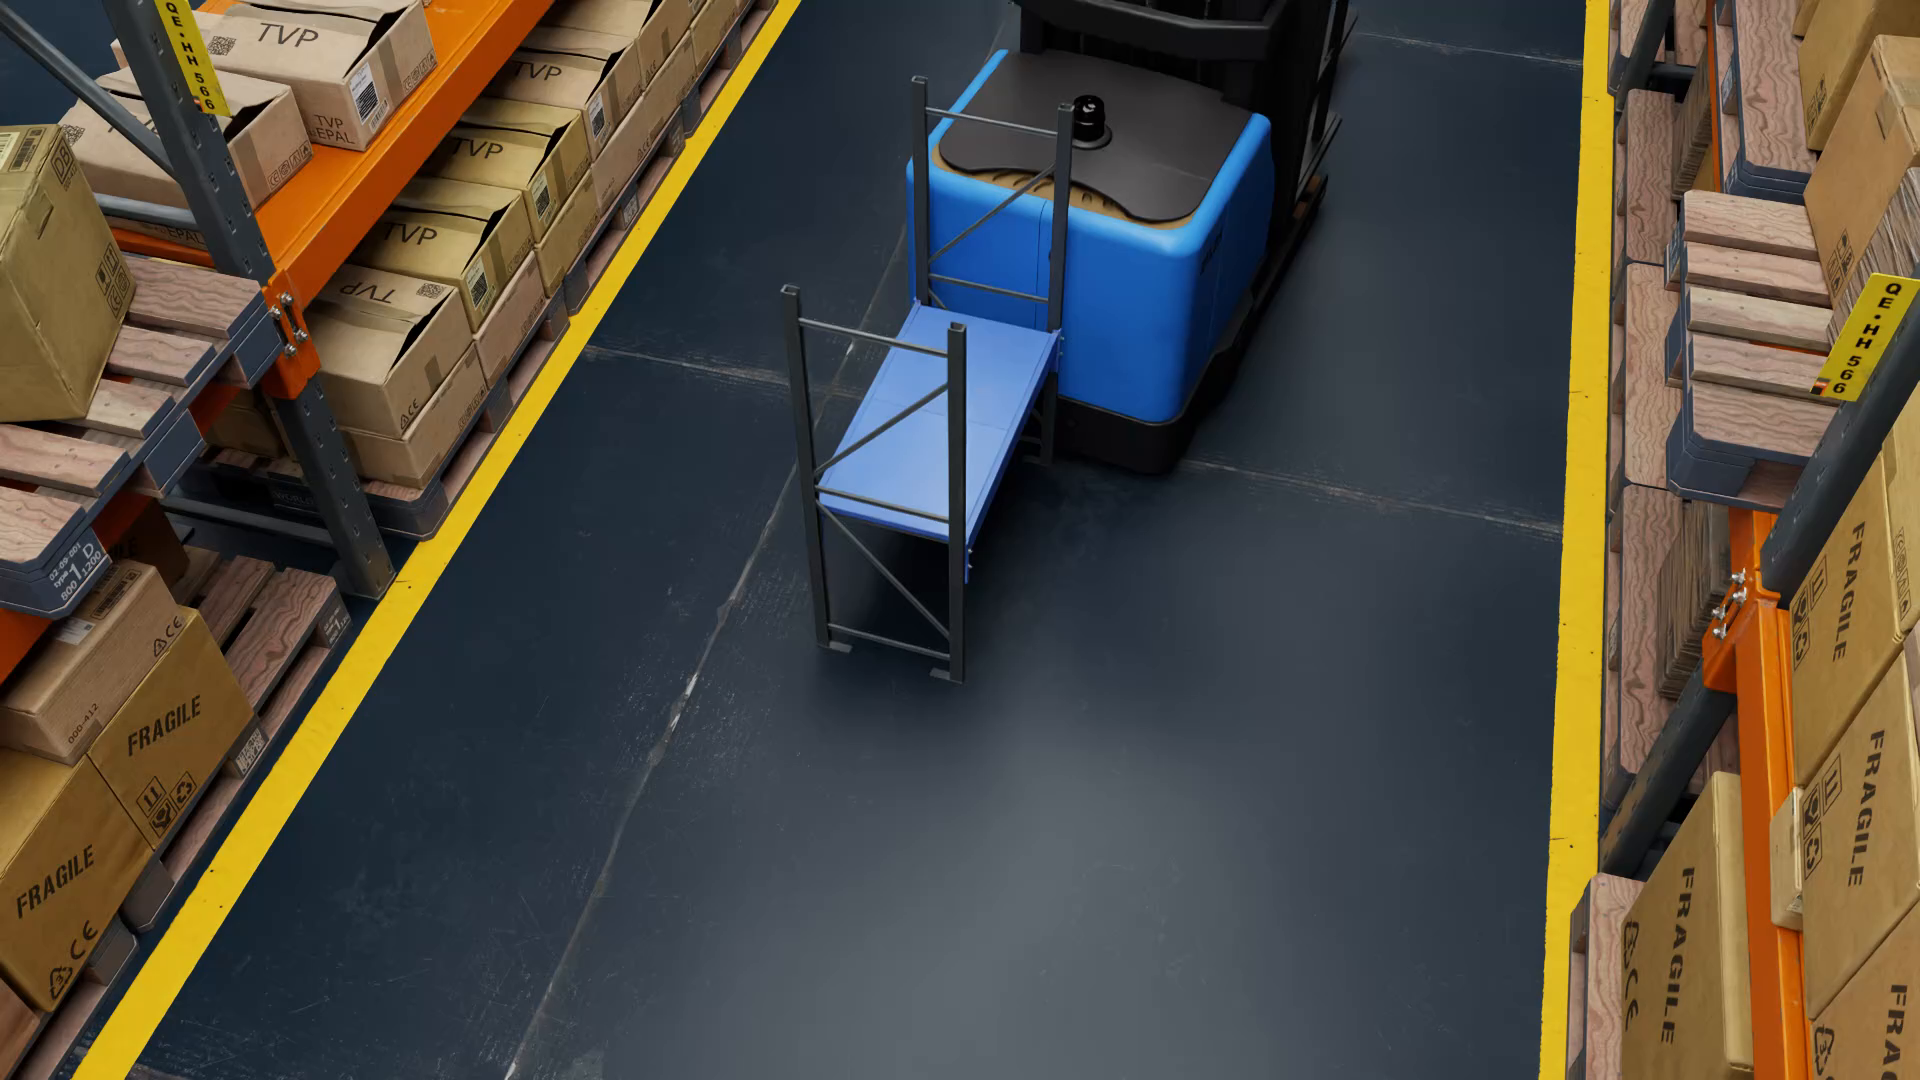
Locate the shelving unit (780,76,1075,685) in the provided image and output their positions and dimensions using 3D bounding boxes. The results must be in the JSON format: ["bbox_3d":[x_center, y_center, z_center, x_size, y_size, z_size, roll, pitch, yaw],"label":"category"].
[{"bbox_3d":[-0.065,-0.463,5.158,0.538,1.500,1.048,14,50,12],"label":"shelving unit"}]

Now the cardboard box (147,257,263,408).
[{"bbox_3d":[-2.507,-0.768,5.607,0.500,0.311,0.500,13,50,11],"label":"cardboard box"}]

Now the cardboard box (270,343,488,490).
[{"bbox_3d":[-1.986,-0.476,5.723,0.500,0.250,0.500,11,50,10],"label":"cardboard box"}]

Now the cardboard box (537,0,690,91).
[{"bbox_3d":[-1.449,-2.146,6.824,0.500,0.311,0.500,11,50,10],"label":"cardboard box"}]

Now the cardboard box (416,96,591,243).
[{"bbox_3d":[-1.720,-1.412,6.175,0.500,0.311,0.500,10,49,9],"label":"cardboard box"}]

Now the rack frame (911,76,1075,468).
[{"bbox_3d":[0.095,-0.824,5.477,0.500,1.500,0.032,14,50,12],"label":"rack frame"}]

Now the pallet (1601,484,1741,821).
[{"bbox_3d":[2.580,0.407,5.250,1.003,0.211,1.213,12,50,10],"label":"pallet"}]

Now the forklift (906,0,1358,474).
[{"bbox_3d":[0.880,-2.325,5.847,1.130,2.935,3.031,19,51,16],"label":"forklift"}]

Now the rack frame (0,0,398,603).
[{"bbox_3d":[-2.408,-0.926,4.567,1.000,3.000,0.127,12,50,10],"label":"rack frame"}]

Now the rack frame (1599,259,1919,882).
[{"bbox_3d":[2.372,0.049,3.706,1.000,3.000,0.127,12,50,10],"label":"rack frame"}]

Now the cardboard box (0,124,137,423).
[{"bbox_3d":[-2.465,-0.620,3.950,0.700,0.500,0.500,-3,49,-3],"label":"cardboard box"}]

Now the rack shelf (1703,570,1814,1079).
[{"bbox_3d":[1.846,1.733,2.699,1.077,0.370,4.000,12,50,10],"label":"rack shelf"}]

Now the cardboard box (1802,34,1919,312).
[{"bbox_3d":[2.607,-0.881,4.167,0.700,0.500,0.500,7,49,6],"label":"cardboard box"}]

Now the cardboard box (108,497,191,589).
[{"bbox_3d":[-2.803,0.028,5.098,0.500,0.500,0.500,13,50,12],"label":"cardboard box"}]

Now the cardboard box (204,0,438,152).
[{"bbox_3d":[-1.985,-1.505,5.137,0.500,0.311,0.500,11,49,10],"label":"cardboard box"}]

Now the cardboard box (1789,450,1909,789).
[{"bbox_3d":[1.998,0.212,3.284,0.500,0.500,0.500,13,50,11],"label":"cardboard box"}]

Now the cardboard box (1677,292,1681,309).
[{"bbox_3d":[2.987,-0.882,5.902,0.700,0.500,0.500,12,50,10],"label":"cardboard box"}]

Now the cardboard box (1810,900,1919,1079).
[{"bbox_3d":[1.719,0.947,2.635,0.500,0.500,0.500,11,50,10],"label":"cardboard box"}]

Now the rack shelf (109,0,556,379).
[{"bbox_3d":[-1.881,-2.135,6.113,1.077,0.370,4.000,12,50,10],"label":"rack shelf"}]

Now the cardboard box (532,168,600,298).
[{"bbox_3d":[-1.724,-1.217,6.377,0.500,0.250,0.500,10,49,9],"label":"cardboard box"}]

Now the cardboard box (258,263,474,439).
[{"bbox_3d":[-1.986,-0.662,5.513,0.500,0.311,0.500,13,50,11],"label":"cardboard box"}]

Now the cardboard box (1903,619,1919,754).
[{"bbox_3d":[1.864,0.329,2.680,0.500,0.250,0.500,11,49,10],"label":"cardboard box"}]

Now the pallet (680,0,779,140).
[{"bbox_3d":[-1.511,-2.356,7.689,1.003,0.211,1.213,12,50,10],"label":"pallet"}]

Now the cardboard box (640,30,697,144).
[{"bbox_3d":[-1.453,-1.956,7.029,0.500,0.250,0.500,13,50,11],"label":"cardboard box"}]

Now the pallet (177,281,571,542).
[{"bbox_3d":[-2.153,-0.591,6.131,1.003,0.211,1.213,12,50,10],"label":"pallet"}]

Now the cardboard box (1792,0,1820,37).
[{"bbox_3d":[2.961,-1.777,4.957,0.700,0.500,0.500,18,51,15],"label":"cardboard box"}]

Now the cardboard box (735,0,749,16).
[{"bbox_3d":[-1.184,-2.691,7.678,0.500,0.250,0.500,11,50,10],"label":"cardboard box"}]

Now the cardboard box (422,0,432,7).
[{"bbox_3d":[-1.982,-2.176,5.603,0.500,0.500,0.500,9,49,8],"label":"cardboard box"}]

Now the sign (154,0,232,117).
[{"bbox_3d":[-1.882,-1.183,4.074,0.100,0.325,0.005,12,50,10],"label":"sign"}]

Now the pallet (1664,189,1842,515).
[{"bbox_3d":[2.457,-0.424,4.252,1.213,0.211,1.003,12,50,10],"label":"pallet"}]

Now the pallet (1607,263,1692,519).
[{"bbox_3d":[2.903,-0.473,6.027,1.003,0.211,1.213,12,50,10],"label":"pallet"}]

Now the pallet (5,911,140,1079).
[{"bbox_3d":[-2.964,1.409,4.366,1.003,0.211,1.213,12,50,10],"label":"pallet"}]

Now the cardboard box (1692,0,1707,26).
[{"bbox_3d":[3.537,-2.445,7.504,0.380,0.166,0.250,6,49,5],"label":"cardboard box"}]

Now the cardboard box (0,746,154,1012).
[{"bbox_3d":[-2.564,0.853,4.371,0.500,0.500,0.500,10,49,9],"label":"cardboard box"}]

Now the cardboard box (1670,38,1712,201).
[{"bbox_3d":[3.248,-1.627,6.559,0.700,0.500,0.500,13,50,11],"label":"cardboard box"}]
